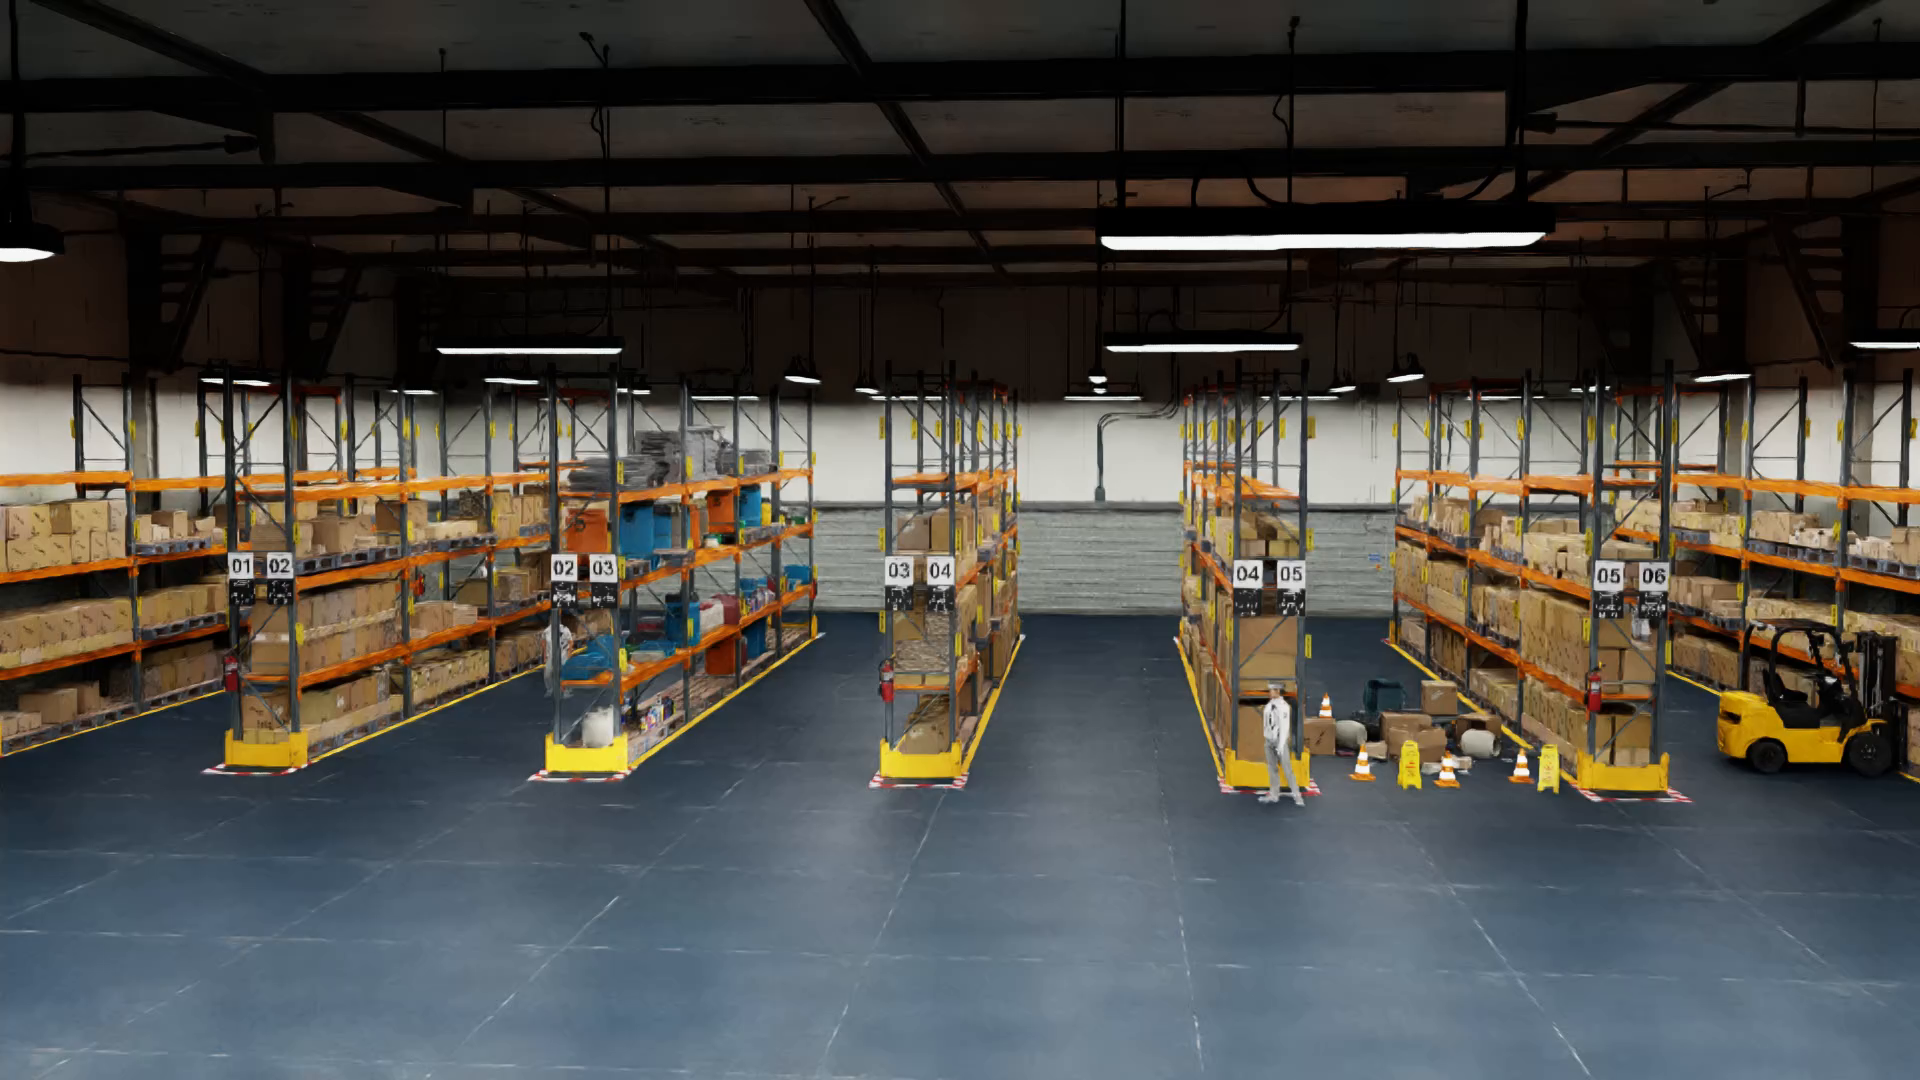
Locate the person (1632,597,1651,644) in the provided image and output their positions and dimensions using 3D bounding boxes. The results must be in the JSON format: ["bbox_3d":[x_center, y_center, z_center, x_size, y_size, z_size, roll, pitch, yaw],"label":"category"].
[{"bbox_3d":[13.634,1.907,33.424,0.571,1.768,0.639,2,4,24],"label":"person"}]

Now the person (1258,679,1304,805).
[{"bbox_3d":[4.320,2.709,22.331,0.460,1.668,0.658,-1,4,-21],"label":"person"}]

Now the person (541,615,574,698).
[{"bbox_3d":[-7.531,2.163,31.070,0.625,1.611,0.582,0,4,4],"label":"person"}]

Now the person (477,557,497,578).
[{"bbox_3d":[-12.369,1.277,43.216,0.729,1.779,0.483,-3,5,-37],"label":"person"}]
